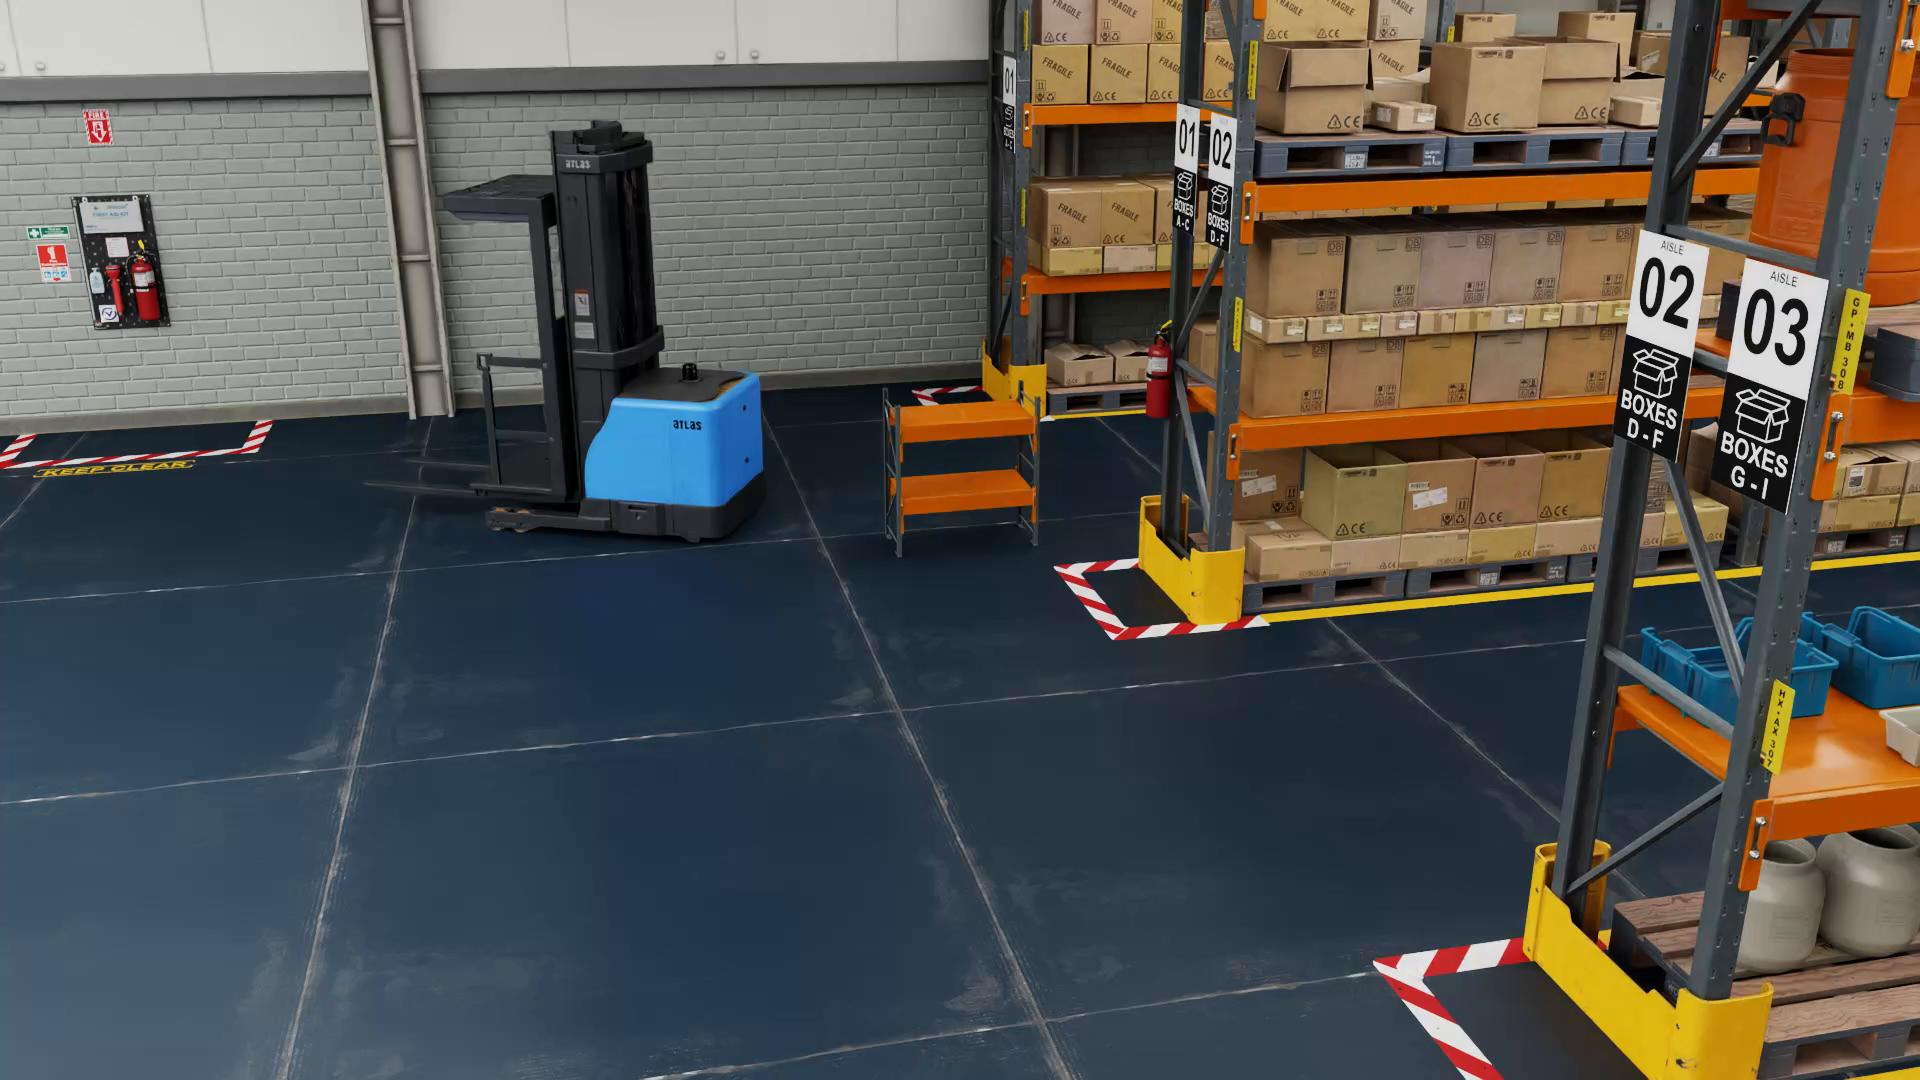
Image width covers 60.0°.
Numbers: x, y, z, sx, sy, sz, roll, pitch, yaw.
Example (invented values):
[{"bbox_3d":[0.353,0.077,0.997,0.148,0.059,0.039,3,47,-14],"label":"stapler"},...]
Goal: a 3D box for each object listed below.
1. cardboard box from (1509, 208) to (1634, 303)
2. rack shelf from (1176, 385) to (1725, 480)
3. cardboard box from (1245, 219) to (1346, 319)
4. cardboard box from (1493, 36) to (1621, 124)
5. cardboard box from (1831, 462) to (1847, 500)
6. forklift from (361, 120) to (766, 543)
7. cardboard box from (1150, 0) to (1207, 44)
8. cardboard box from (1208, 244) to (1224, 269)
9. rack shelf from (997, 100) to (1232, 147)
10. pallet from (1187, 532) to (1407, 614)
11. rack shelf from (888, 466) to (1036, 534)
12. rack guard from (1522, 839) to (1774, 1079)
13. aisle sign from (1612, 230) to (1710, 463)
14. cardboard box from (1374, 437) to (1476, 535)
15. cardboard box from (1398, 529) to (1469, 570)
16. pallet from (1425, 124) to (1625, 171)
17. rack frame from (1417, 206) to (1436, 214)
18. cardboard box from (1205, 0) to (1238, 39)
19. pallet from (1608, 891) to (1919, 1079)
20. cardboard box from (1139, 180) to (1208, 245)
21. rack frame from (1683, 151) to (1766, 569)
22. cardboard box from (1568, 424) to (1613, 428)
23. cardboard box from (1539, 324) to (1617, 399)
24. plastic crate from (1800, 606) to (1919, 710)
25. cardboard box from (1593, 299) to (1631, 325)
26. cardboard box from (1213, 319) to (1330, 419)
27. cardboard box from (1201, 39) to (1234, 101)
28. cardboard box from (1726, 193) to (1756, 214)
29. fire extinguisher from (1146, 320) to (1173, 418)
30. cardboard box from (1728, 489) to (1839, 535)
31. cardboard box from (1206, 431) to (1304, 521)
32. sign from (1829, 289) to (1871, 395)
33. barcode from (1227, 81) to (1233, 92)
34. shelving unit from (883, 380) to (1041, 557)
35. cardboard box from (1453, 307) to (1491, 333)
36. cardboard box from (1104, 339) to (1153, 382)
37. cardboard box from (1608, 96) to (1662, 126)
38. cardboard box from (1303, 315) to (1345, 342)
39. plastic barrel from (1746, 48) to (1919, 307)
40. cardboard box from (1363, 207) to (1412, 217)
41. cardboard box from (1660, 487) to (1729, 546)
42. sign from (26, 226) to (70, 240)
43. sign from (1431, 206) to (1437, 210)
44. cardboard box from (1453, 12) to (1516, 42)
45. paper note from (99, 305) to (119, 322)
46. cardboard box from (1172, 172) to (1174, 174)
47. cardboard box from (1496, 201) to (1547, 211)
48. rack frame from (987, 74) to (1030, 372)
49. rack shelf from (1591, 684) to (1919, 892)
[{"bbox_3d":[4.061,-1.917,11.156,0.500,0.500,0.700,-5,21,-12],"label":"cardboard box"},{"bbox_3d":[3.524,-0.882,11.407,4.000,0.370,1.077,-5,21,-12],"label":"rack shelf"},{"bbox_3d":[2.087,-1.754,10.712,0.500,0.500,0.700,-5,21,-12],"label":"cardboard box"},{"bbox_3d":[3.839,-3.010,10.845,0.637,0.503,0.797,-2,20,-6],"label":"cardboard box"},{"bbox_3d":[5.930,-0.497,11.882,0.500,0.311,0.500,-5,21,-12],"label":"cardboard box"},{"bbox_3d":[-3.086,-1.603,12.430,3.031,2.935,1.130,4,21,12],"label":"forklift"},{"bbox_3d":[1.861,-4.670,14.713,0.500,0.500,0.500,-4,21,-11],"label":"cardboard box"},{"bbox_3d":[2.474,-2.714,15.552,0.500,0.250,0.500,-4,21,-12],"label":"cardboard box"},{"bbox_3d":[2.381,-3.948,15.417,4.000,0.370,1.077,-5,21,-12],"label":"rack shelf"},{"bbox_3d":[2.313,0.173,11.534,1.213,0.211,1.003,-5,21,-12],"label":"pallet"},{"bbox_3d":[0.007,-0.299,12.207,1.000,0.278,0.538,-5,21,-12],"label":"rack shelf"},{"bbox_3d":[2.777,1.749,6.814,0.348,0.500,1.175,-5,21,-12],"label":"rack guard"},{"bbox_3d":[2.576,-0.718,6.133,0.004,0.787,0.394,-5,21,-12],"label":"aisle sign"},{"bbox_3d":[3.121,-0.372,11.265,0.500,0.500,0.500,-5,21,-12],"label":"cardboard box"},{"bbox_3d":[3.123,-0.016,11.384,0.500,0.250,0.500,-5,21,-12],"label":"cardboard box"},{"bbox_3d":[3.462,-2.573,10.747,1.213,0.211,1.003,-5,21,-12],"label":"pallet"},{"bbox_3d":[4.327,-3.036,16.241,0.127,3.000,1.000,-5,21,-12],"label":"rack frame"},{"bbox_3d":[2.298,-4.891,15.317,0.500,0.500,0.500,-5,21,-13],"label":"cardboard box"},{"bbox_3d":[3.569,1.822,7.034,1.213,0.211,1.003,-5,21,-12],"label":"pallet"},{"bbox_3d":[1.956,-3.022,15.303,0.500,0.500,0.500,-5,21,-14],"label":"cardboard box"},{"bbox_3d":[5.471,-1.378,11.716,0.127,3.000,1.000,-5,21,-12],"label":"rack frame"},{"bbox_3d":[4.462,-0.662,12.058,0.500,0.500,0.500,-5,21,-12],"label":"cardboard box"},{"bbox_3d":[4.039,-1.305,11.372,0.500,0.500,0.700,-4,21,-12],"label":"cardboard box"},{"bbox_3d":[3.766,0.477,6.867,0.408,0.251,0.499,-5,21,-12],"label":"plastic crate"},{"bbox_3d":[4.265,-1.556,11.114,0.250,0.149,0.380,-5,21,-13],"label":"cardboard box"},{"bbox_3d":[2.035,-1.141,10.923,0.500,0.500,0.700,-5,21,-12],"label":"cardboard box"},{"bbox_3d":[2.369,-4.249,15.019,0.500,0.500,0.500,-3,20,-9],"label":"cardboard box"},{"bbox_3d":[7.765,-3.566,16.902,0.500,0.500,0.700,-7,21,-19],"label":"cardboard box"},{"bbox_3d":[1.356,-1.171,11.264,0.183,0.674,0.296,-5,21,-12],"label":"fire extinguisher"},{"bbox_3d":[5.920,-0.233,11.977,0.500,0.250,0.500,-5,21,-14],"label":"cardboard box"},{"bbox_3d":[2.031,-0.462,11.511,0.500,0.500,0.500,-5,21,-12],"label":"cardboard box"},{"bbox_3d":[2.836,-0.631,5.303,0.005,0.325,0.100,-5,21,-12],"label":"sign"},{"bbox_3d":[1.761,-2.928,10.742,0.075,0.075,0.001,-5,21,-12],"label":"barcode"},{"bbox_3d":[0.007,-0.529,12.123,1.048,1.125,0.538,-5,21,-12],"label":"shelving unit"},{"bbox_3d":[3.262,-1.475,10.891,0.250,0.149,0.380,-5,21,-13],"label":"cardboard box"},{"bbox_3d":[1.683,-1.733,15.954,0.500,0.311,0.500,-3,20,-8],"label":"cardboard box"},{"bbox_3d":[4.360,-2.745,10.636,0.250,0.149,0.380,-5,21,-12],"label":"cardboard box"},{"bbox_3d":[2.266,-1.394,10.670,0.250,0.149,0.380,-5,21,-14],"label":"cardboard box"},{"bbox_3d":[3.158,-1.291,5.883,0.708,0.830,0.600,-5,21,-12],"label":"plastic barrel"},{"bbox_3d":[3.938,-3.186,15.750,0.500,0.500,0.500,-5,21,-13],"label":"cardboard box"},{"bbox_3d":[5.070,-0.174,11.816,0.500,0.250,0.500,-5,21,-12],"label":"cardboard box"},{"bbox_3d":[-7.891,-2.660,14.394,0.331,0.109,0.001,-5,21,-12],"label":"sign"},{"bbox_3d":[4.459,-3.261,15.598,0.005,0.325,0.100,-5,21,-12],"label":"sign"},{"bbox_3d":[4.878,-4.705,15.681,0.500,0.500,0.500,-2,20,-5],"label":"cardboard box"},{"bbox_3d":[-7.524,-2.002,14.700,0.142,0.148,0.016,-5,21,-12],"label":"paper note"},{"bbox_3d":[2.329,-3.238,15.891,0.500,0.500,0.500,-4,21,-12],"label":"cardboard box"},{"bbox_3d":[5.376,-3.360,16.342,0.500,0.500,0.700,-3,20,-7],"label":"cardboard box"},{"bbox_3d":[0.434,-2.719,15.377,0.127,3.000,1.000,-5,21,-12],"label":"rack frame"},{"bbox_3d":[4.660,0.776,6.880,4.000,0.370,1.077,-5,21,-12],"label":"rack shelf"}]
